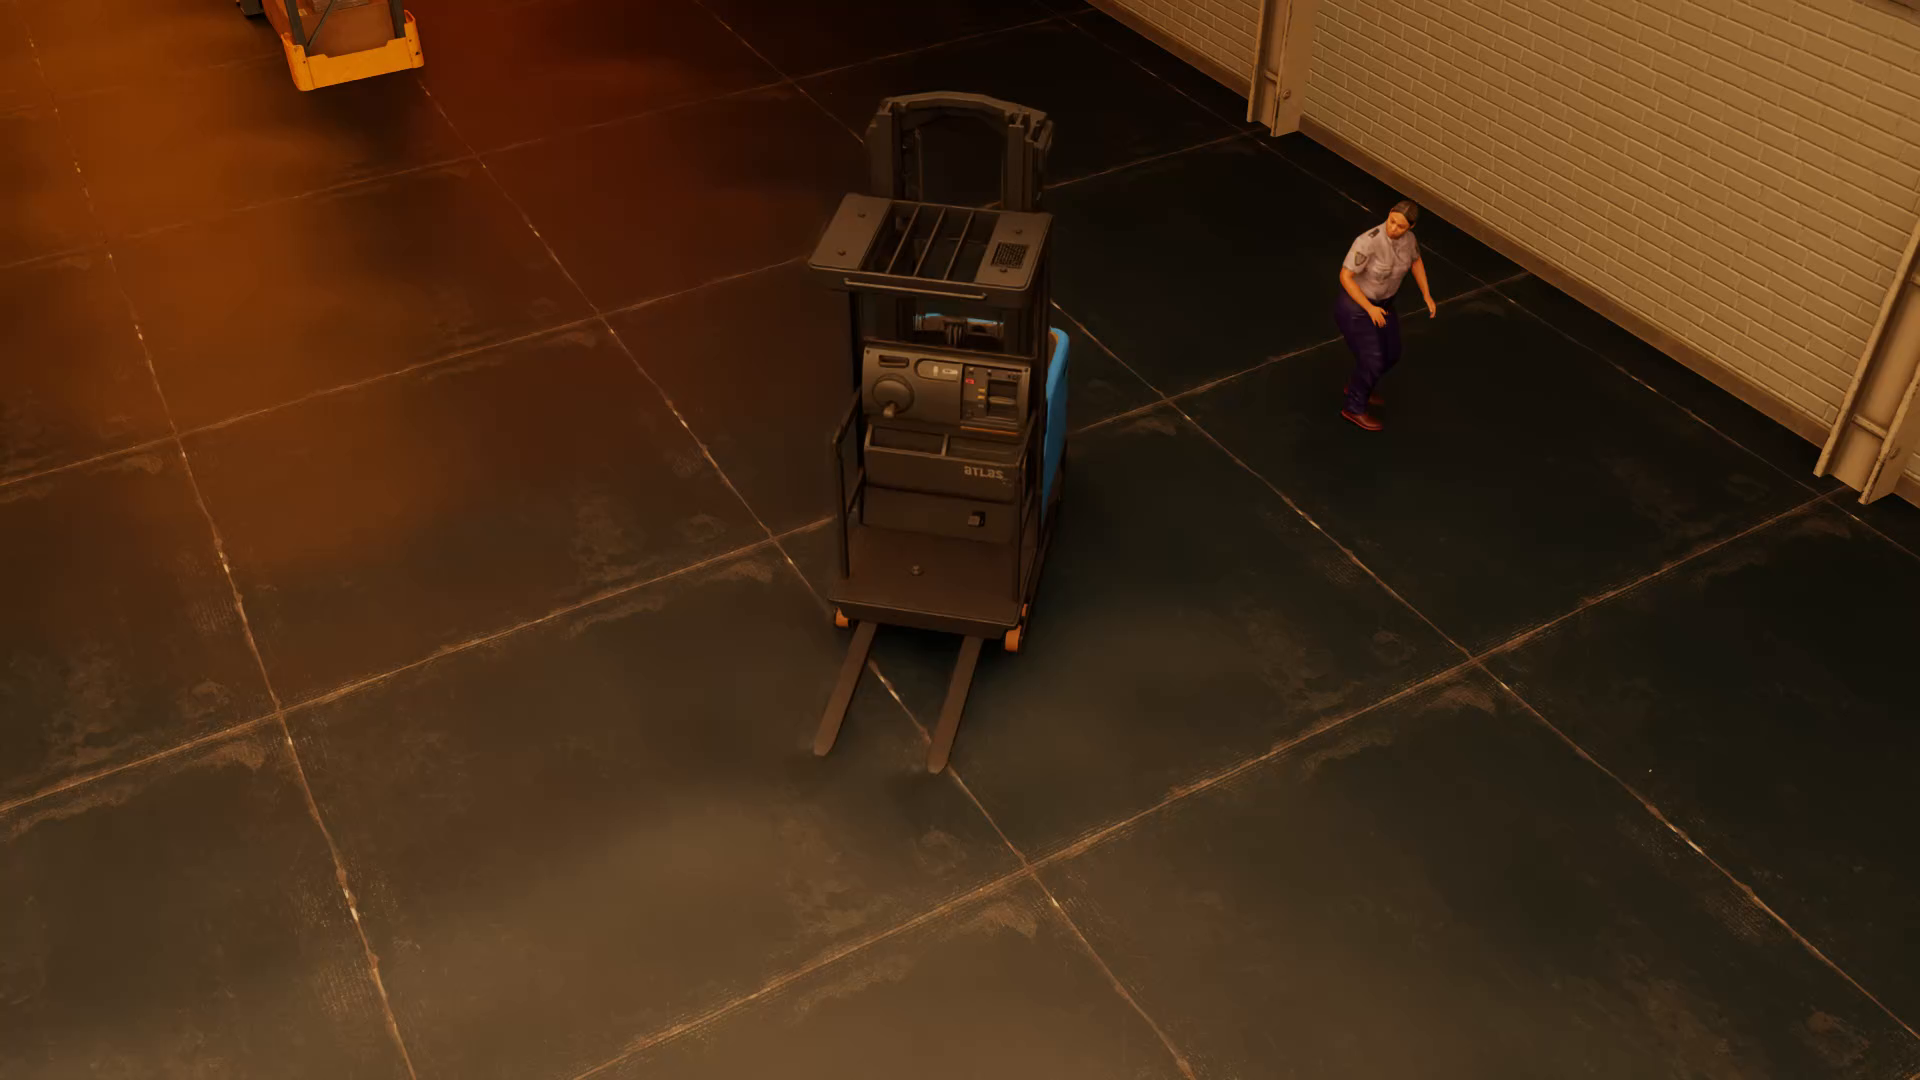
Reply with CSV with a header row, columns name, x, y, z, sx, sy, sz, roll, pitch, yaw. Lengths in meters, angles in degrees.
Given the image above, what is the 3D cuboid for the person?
name,x,y,z,sx,sy,sz,roll,pitch,yaw
person,2.778,-1.503,10.914,0.708,1.602,0.466,-29,48,-31

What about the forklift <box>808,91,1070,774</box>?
name,x,y,z,sx,sy,sz,roll,pitch,yaw
forklift,-0.120,-0.745,8.935,1.130,2.935,3.031,8,40,9
